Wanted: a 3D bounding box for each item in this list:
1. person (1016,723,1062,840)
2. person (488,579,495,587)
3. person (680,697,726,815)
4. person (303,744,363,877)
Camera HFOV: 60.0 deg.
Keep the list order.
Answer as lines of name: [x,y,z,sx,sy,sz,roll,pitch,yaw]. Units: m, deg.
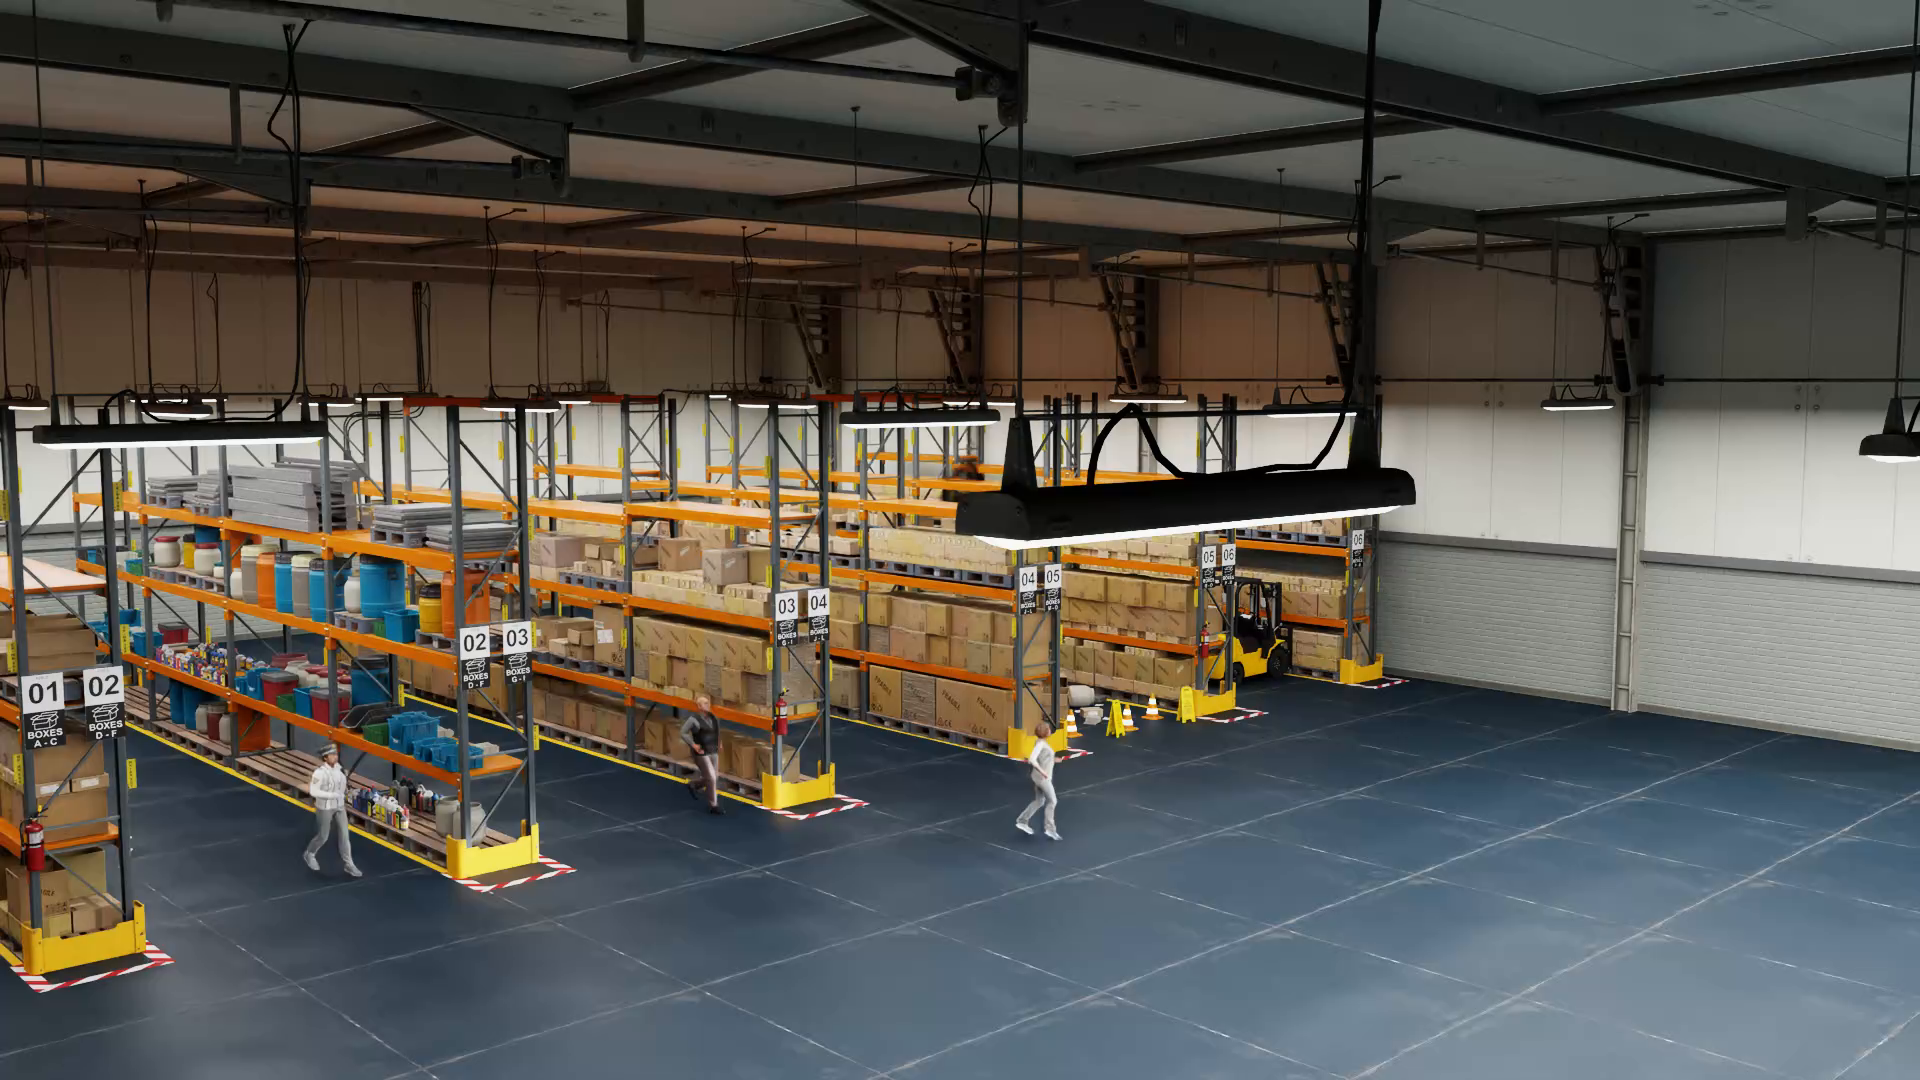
person: [1.099,3.333,22.935,0.642,1.651,0.544,0,6,-5]
person: [-11.073,1.766,38.641,0.792,1.722,0.554,0,6,0]
person: [-3.742,3.103,24.276,0.842,1.643,0.665,4,7,37]
person: [-8.029,3.420,21.177,0.927,1.693,0.605,3,6,29]
